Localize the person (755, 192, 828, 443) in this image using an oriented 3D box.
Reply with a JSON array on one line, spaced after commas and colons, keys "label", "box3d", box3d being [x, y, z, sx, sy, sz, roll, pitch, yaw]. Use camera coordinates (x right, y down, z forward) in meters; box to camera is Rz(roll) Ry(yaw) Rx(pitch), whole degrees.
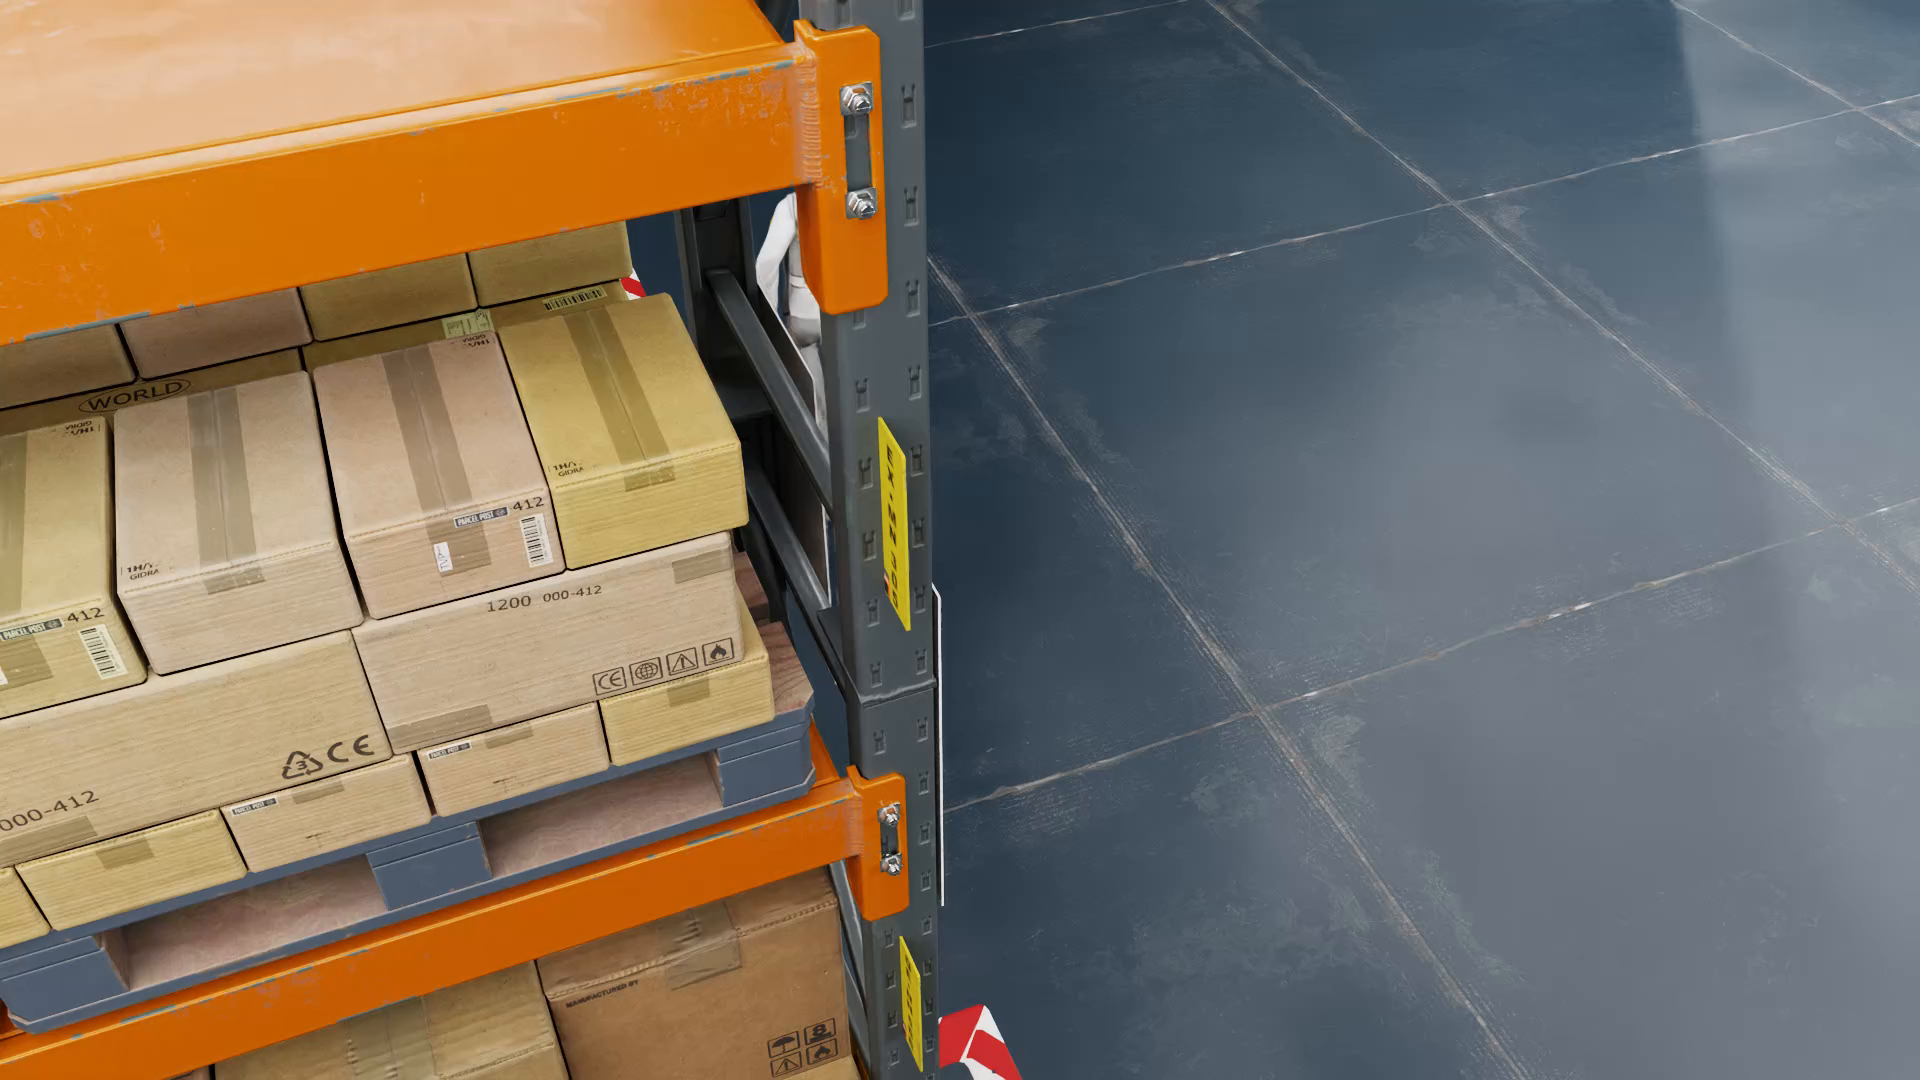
[{"label": "person", "box3d": [-0.576, -1.012, 7.316, 0.614, 1.611, 0.874, -6, 42, -7]}]
